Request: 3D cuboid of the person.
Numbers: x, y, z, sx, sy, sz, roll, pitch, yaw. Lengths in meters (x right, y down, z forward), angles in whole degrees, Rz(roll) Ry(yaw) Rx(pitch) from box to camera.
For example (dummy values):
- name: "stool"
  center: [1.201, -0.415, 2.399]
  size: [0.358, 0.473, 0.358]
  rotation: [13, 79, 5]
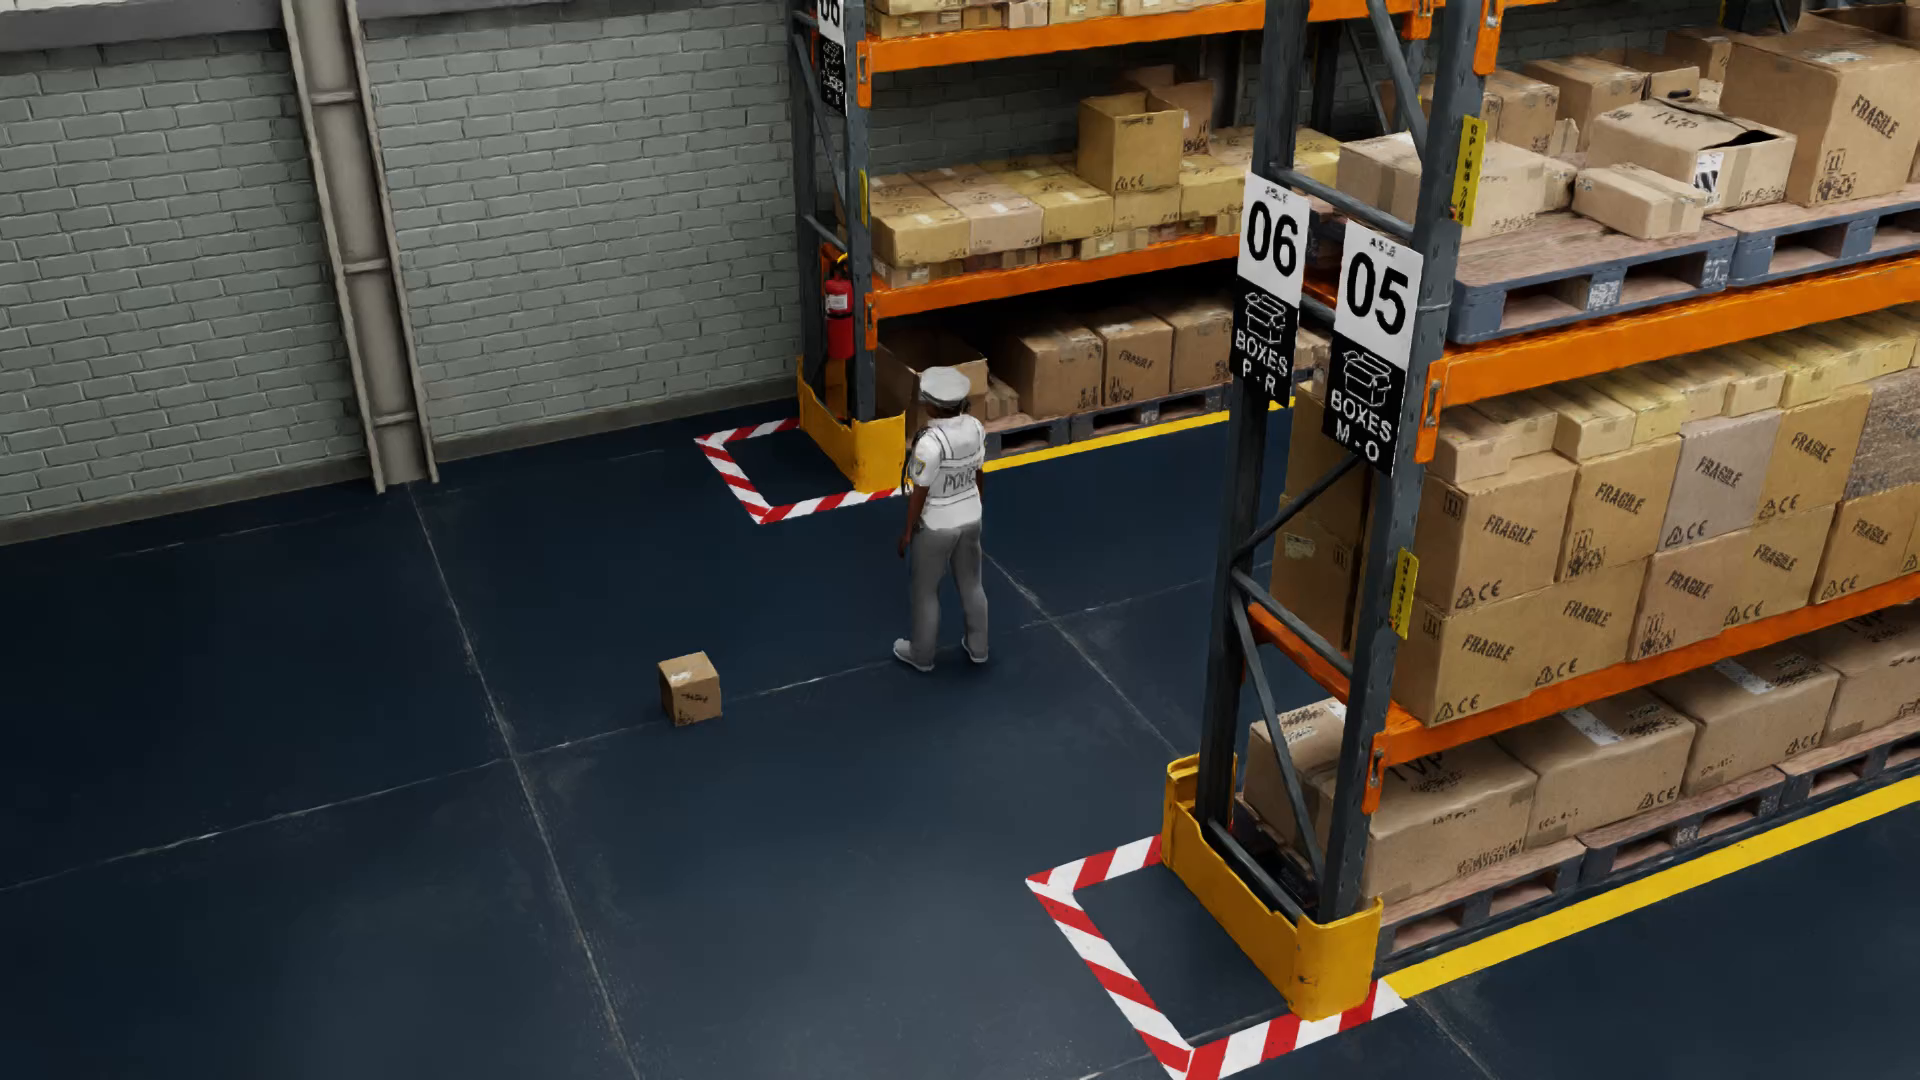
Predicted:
- name: "person"
  center: [-0.095, -0.100, 8.555]
  size: [0.535, 1.685, 0.439]
  rotation: [-26, 39, -38]
